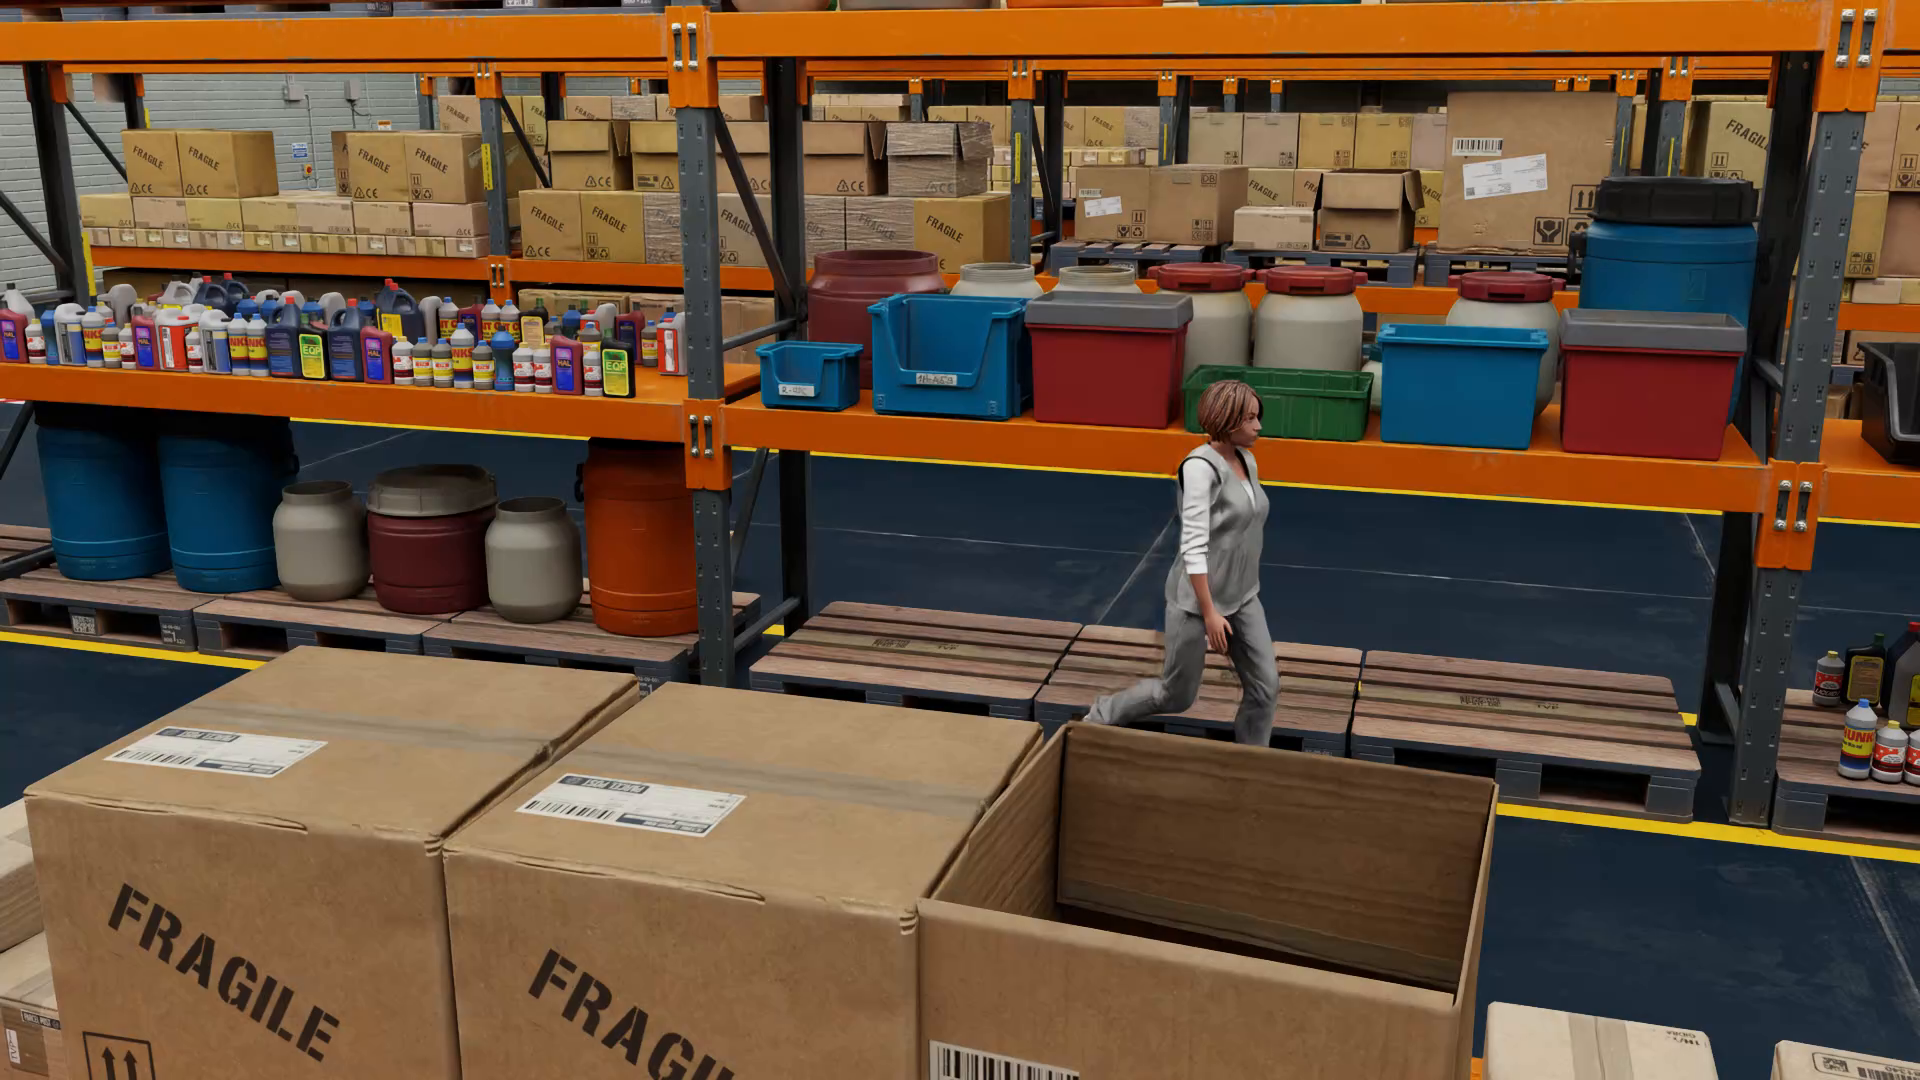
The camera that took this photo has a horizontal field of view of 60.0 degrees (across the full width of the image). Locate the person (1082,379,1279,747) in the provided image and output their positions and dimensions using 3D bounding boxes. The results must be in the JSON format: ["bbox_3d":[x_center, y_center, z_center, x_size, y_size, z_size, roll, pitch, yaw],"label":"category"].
[{"bbox_3d":[0.844,0.196,5.852,0.416,1.552,0.896,-15,21,-43],"label":"person"}]
